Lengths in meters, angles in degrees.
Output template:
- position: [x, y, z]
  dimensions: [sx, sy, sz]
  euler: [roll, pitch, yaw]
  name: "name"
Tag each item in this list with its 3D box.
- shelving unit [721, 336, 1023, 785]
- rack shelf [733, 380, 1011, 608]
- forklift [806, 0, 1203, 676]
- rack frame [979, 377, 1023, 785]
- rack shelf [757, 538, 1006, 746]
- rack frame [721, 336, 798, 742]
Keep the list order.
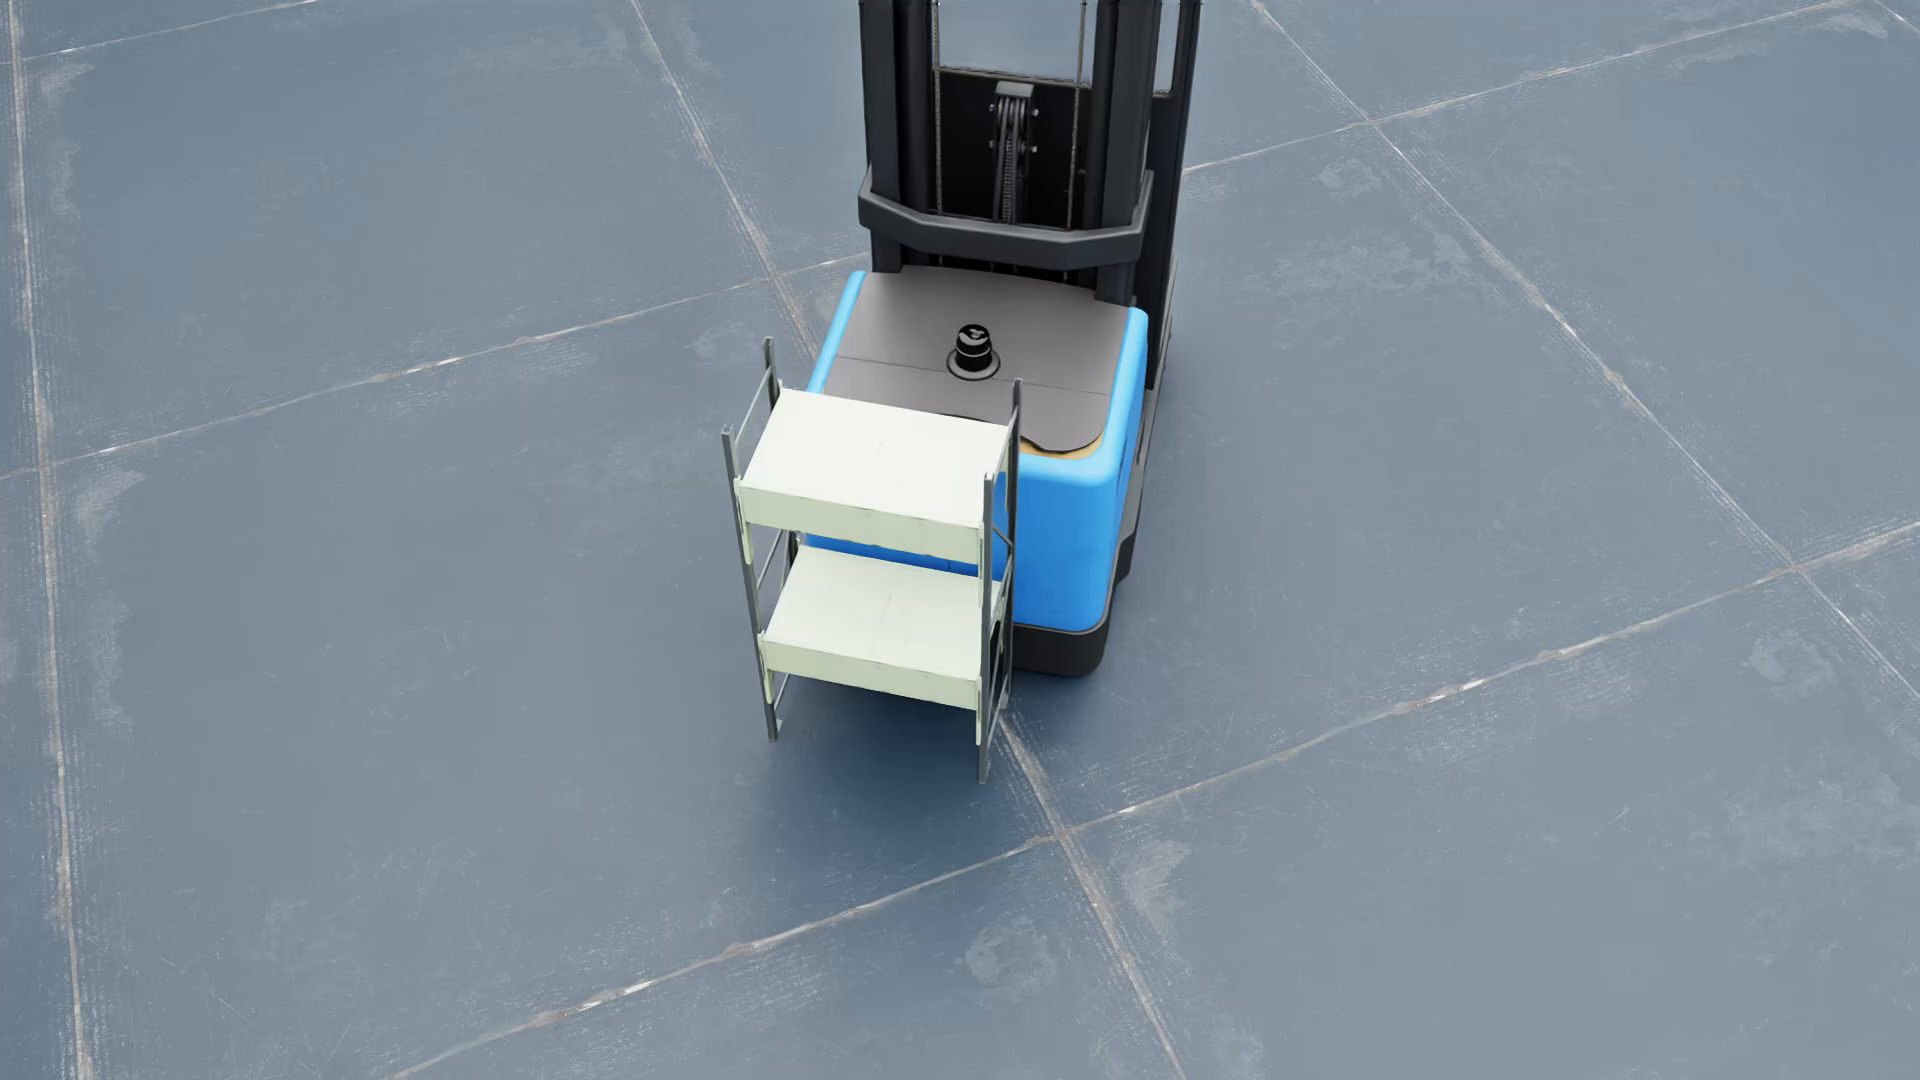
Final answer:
- position: [-0.237, 0.116, 5.161]
  dimensions: [0.755, 1.500, 0.431]
  euler: [10, 50, 9]
  name: "shelving unit"
- position: [-0.237, -0.137, 4.864]
  dimensions: [0.720, 0.370, 0.431]
  euler: [10, 50, 9]
  name: "rack shelf"
- position: [0.267, -1.627, 5.715]
  dimensions: [1.130, 2.935, 3.031]
  euler: [9, 50, 8]
  name: "forklift"
- position: [0.119, 0.181, 5.105]
  dimensions: [0.023, 1.500, 0.400]
  euler: [10, 50, 9]
  name: "rack frame"
- position: [-0.237, 0.328, 5.408]
  dimensions: [0.720, 0.370, 0.431]
  euler: [10, 50, 9]
  name: "rack shelf"
- position: [-0.593, 0.051, 5.216]
  dimensions: [0.023, 1.500, 0.400]
  euler: [10, 50, 9]
  name: "rack frame"
